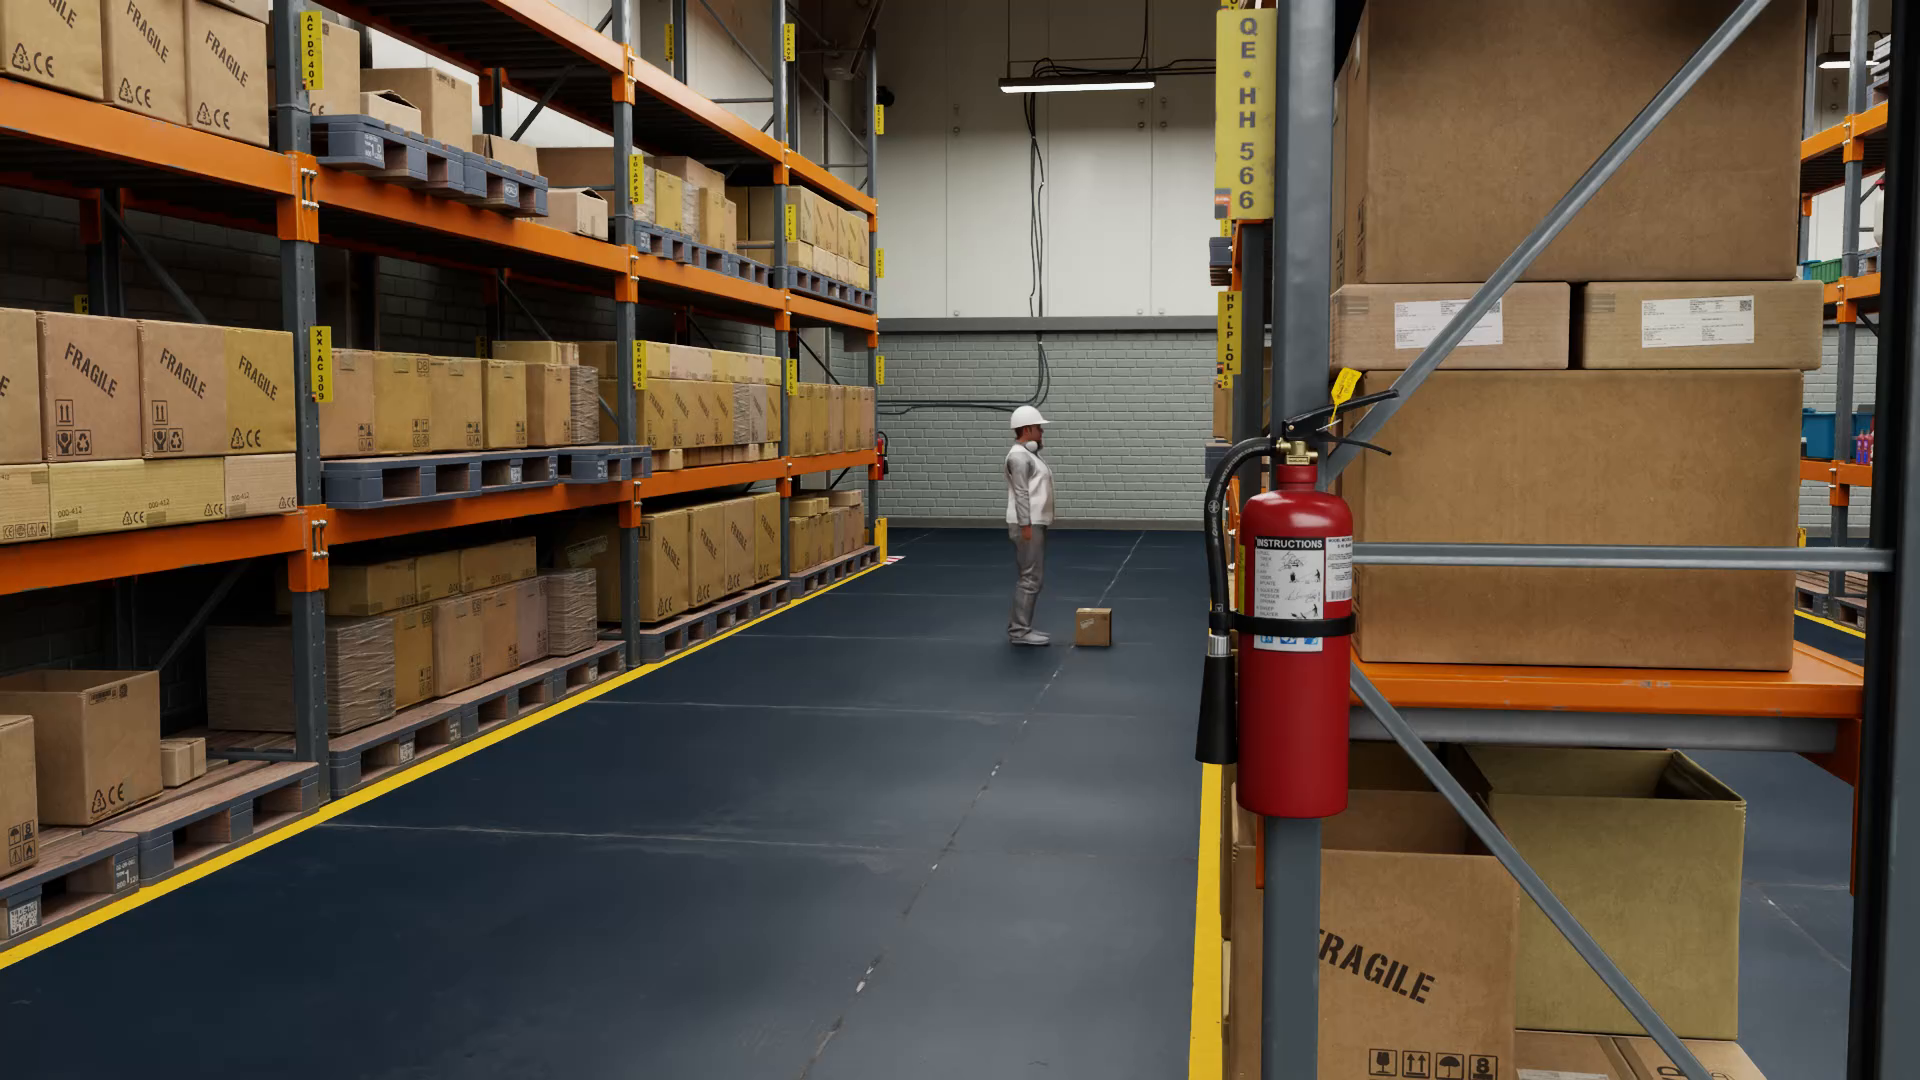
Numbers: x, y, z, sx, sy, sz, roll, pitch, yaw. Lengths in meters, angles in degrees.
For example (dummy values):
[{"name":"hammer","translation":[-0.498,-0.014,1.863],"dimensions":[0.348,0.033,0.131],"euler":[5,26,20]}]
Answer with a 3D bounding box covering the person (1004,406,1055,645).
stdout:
[{"name":"person","translation":[0.528,-0.112,12.448],"dimensions":[0.357,1.771,0.531],"euler":[1,4,10]}]
